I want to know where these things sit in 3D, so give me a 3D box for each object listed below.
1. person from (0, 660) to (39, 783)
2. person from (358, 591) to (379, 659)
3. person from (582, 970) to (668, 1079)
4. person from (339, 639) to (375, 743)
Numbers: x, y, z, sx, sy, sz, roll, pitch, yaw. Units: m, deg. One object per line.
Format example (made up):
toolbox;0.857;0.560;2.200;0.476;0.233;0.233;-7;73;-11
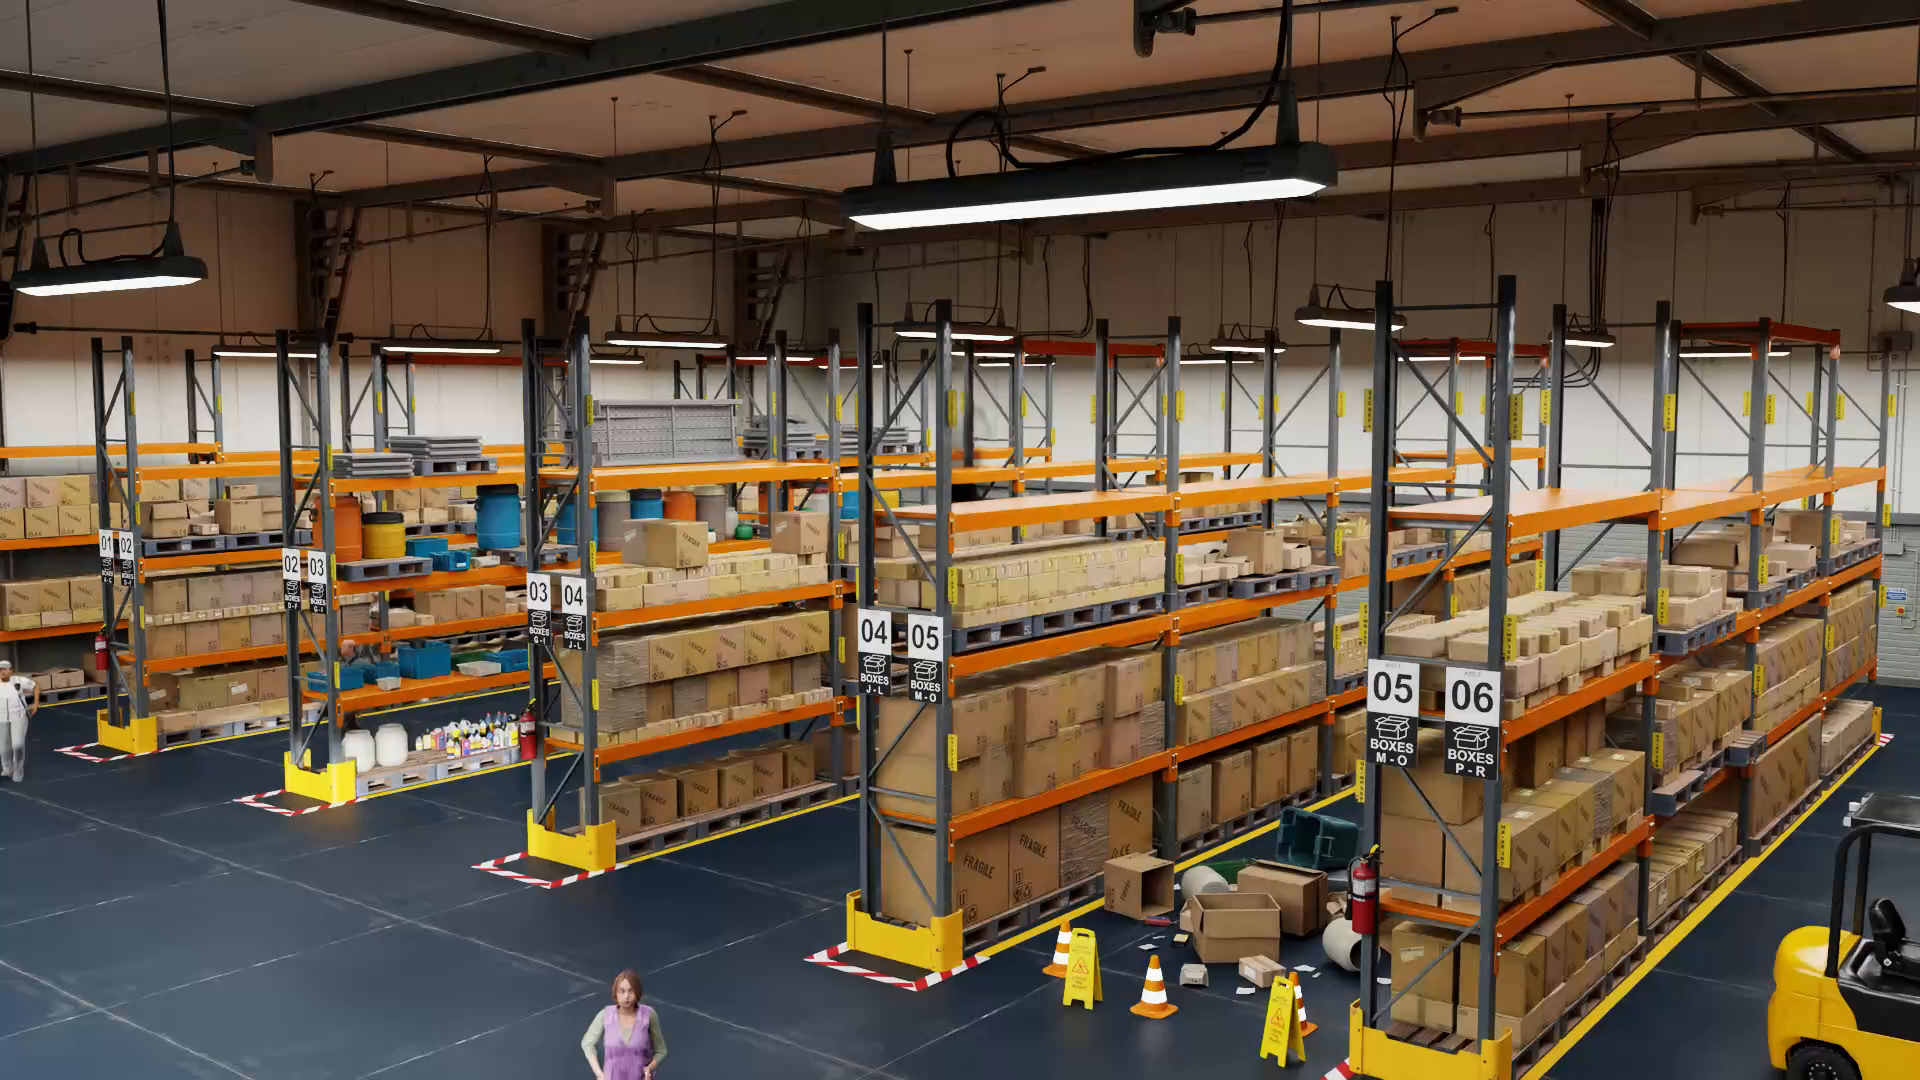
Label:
person;-12.643;2.409;22.174;0.618;1.646;0.828;-2;5;-20
person;-10.548;1.703;29.861;0.643;1.726;0.577;3;6;31
person;-2.083;3.475;10.368;0.527;1.559;0.550;-1;5;-13
person;-8.638;2.283;23.561;0.659;1.755;0.751;4;6;39
